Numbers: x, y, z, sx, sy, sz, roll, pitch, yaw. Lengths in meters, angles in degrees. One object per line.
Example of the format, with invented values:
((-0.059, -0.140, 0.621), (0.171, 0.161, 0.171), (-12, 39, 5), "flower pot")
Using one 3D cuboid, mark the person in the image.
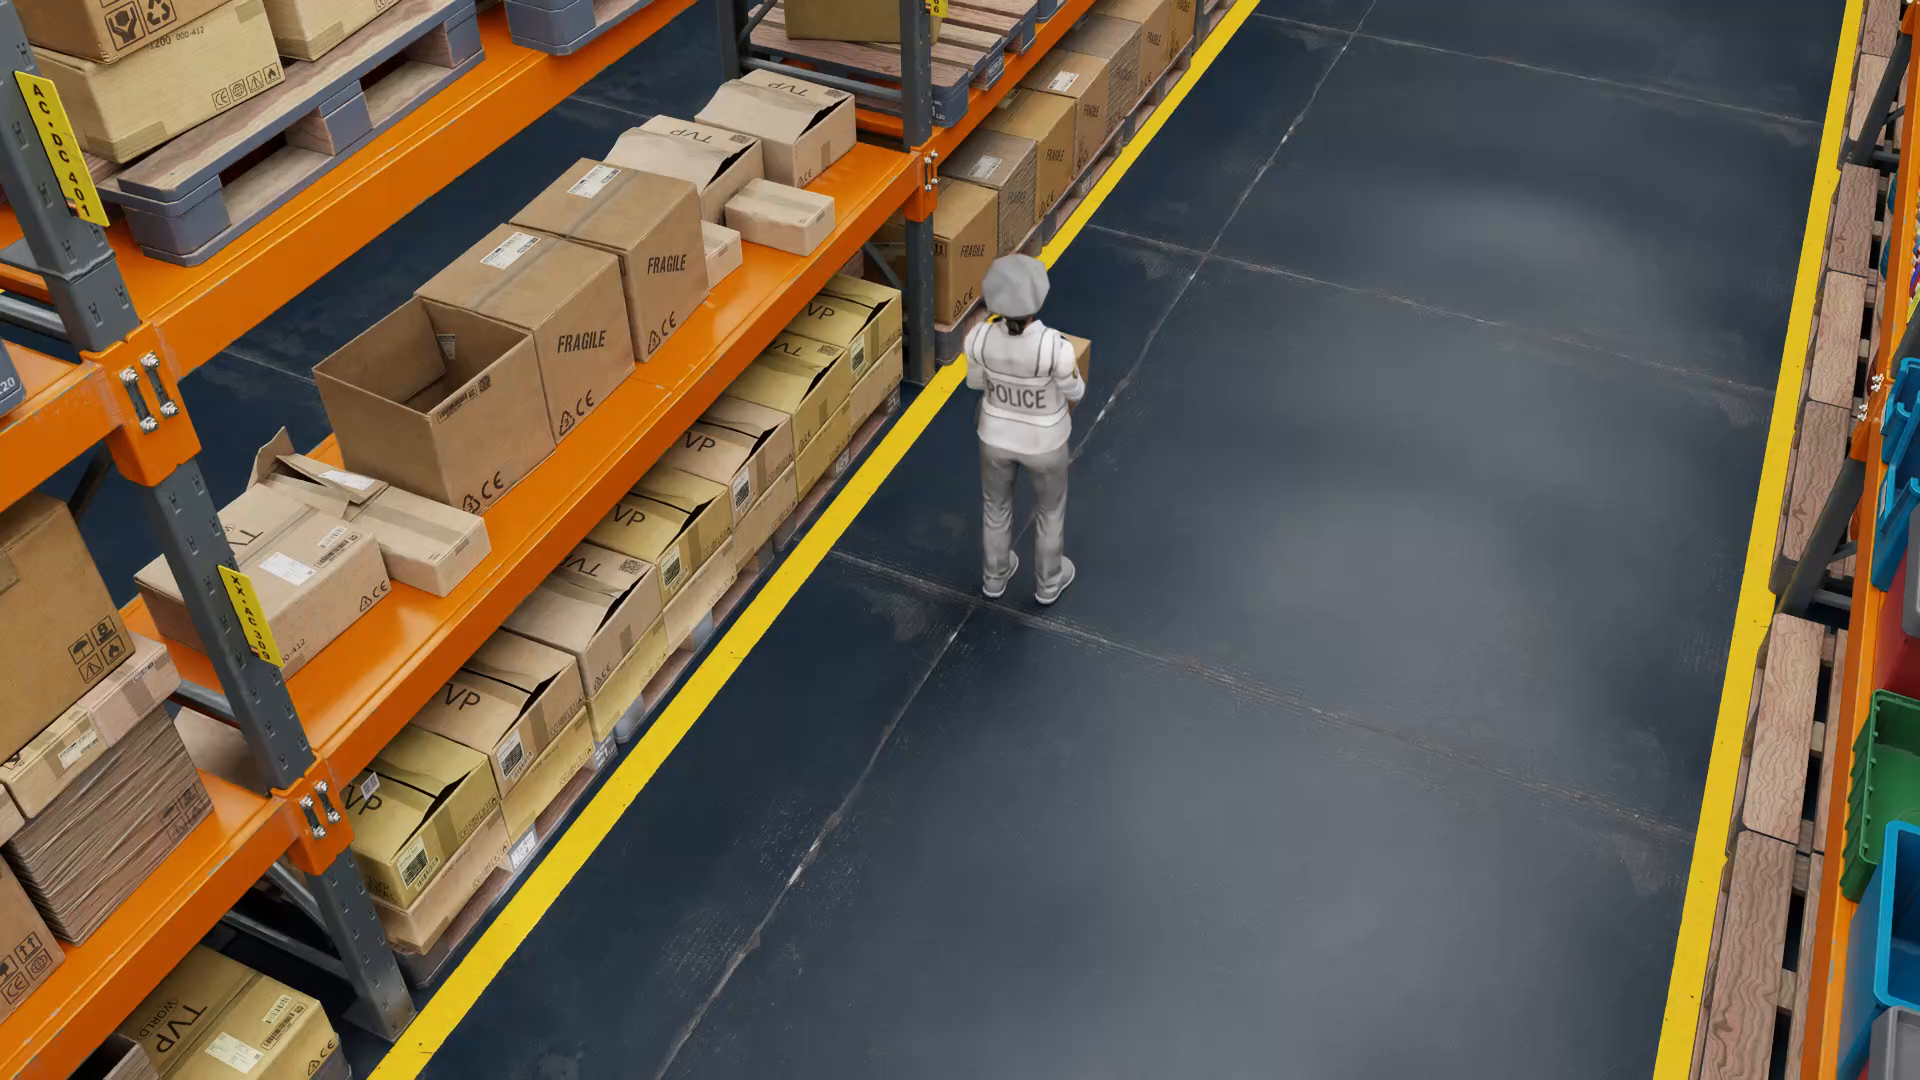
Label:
((0.256, -0.450, 6.629), (0.468, 1.697, 0.552), (11, 43, 12), "person")
